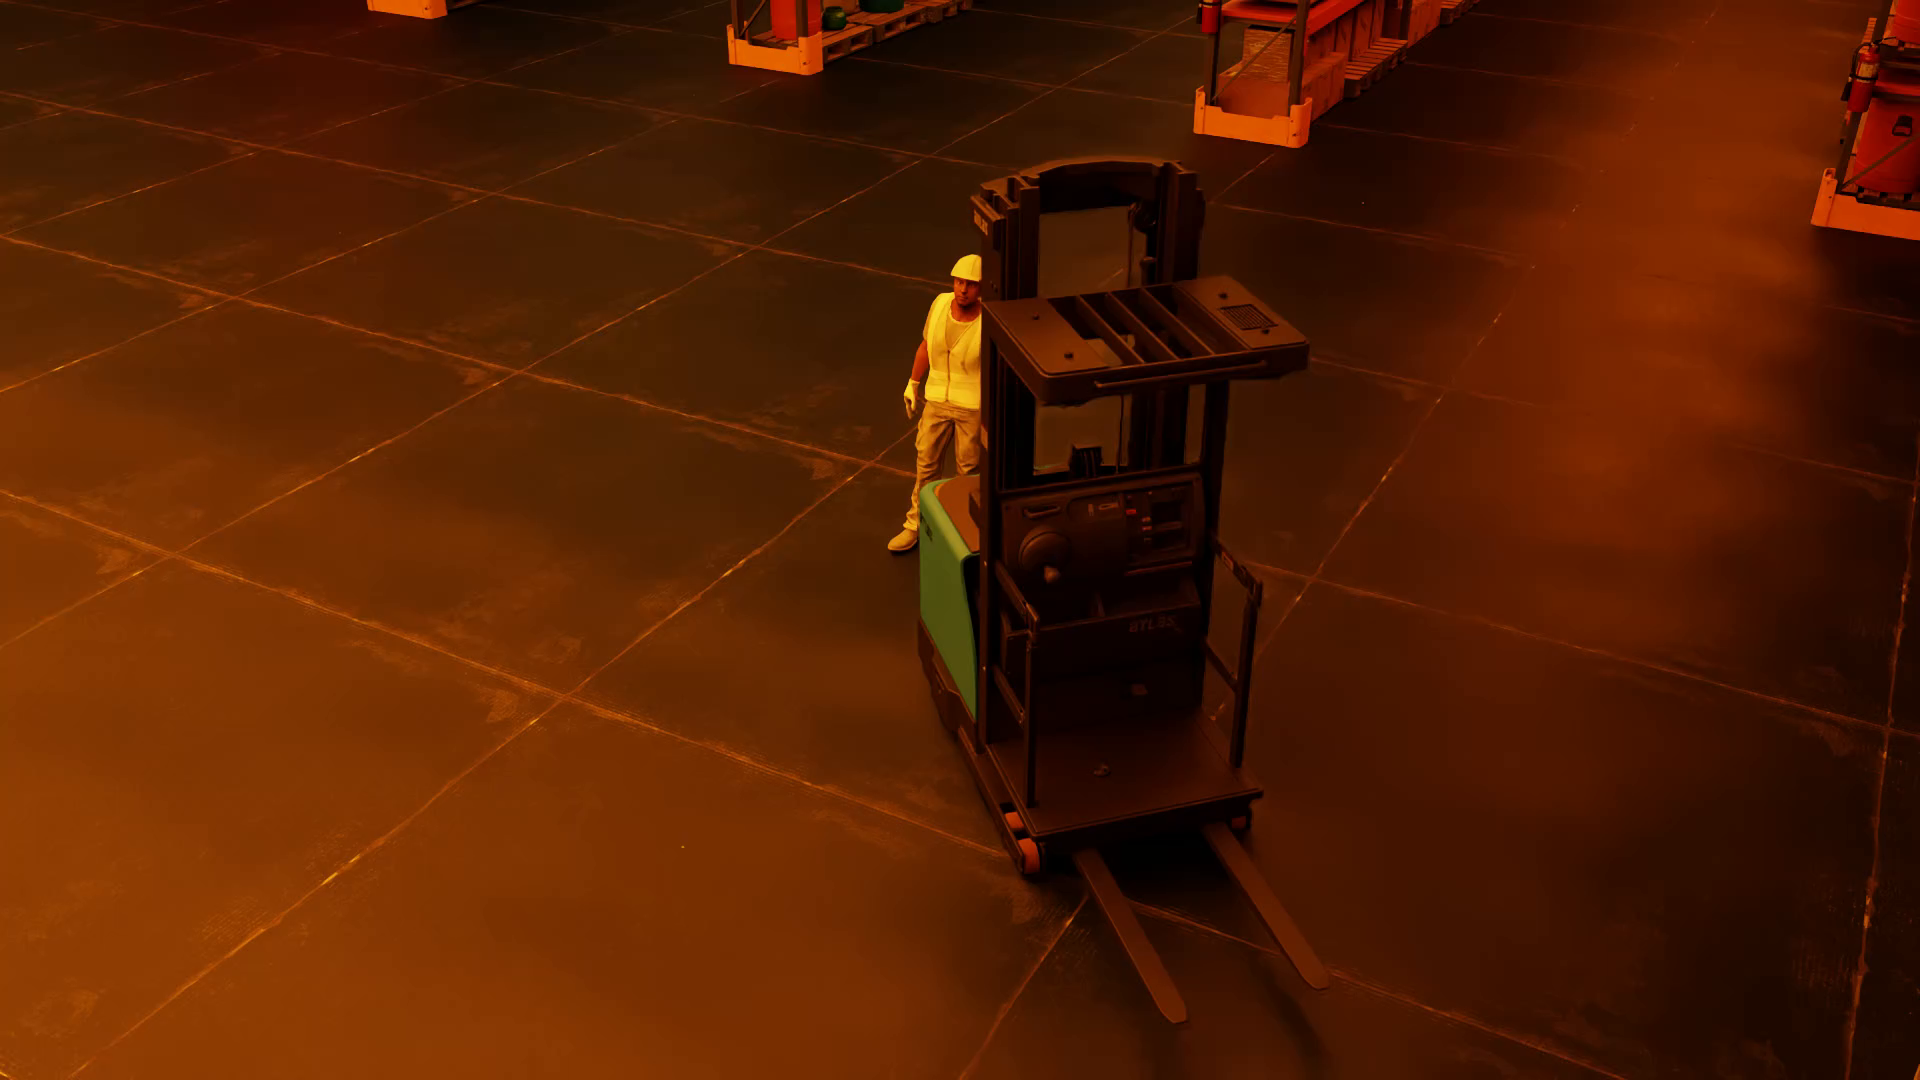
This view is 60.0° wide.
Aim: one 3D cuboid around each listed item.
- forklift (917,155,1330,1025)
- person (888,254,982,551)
[{"bbox_3d":[0.694,0.001,7.068,1.130,2.935,3.031,-9,31,-15],"label":"forklift"},{"bbox_3d":[-0.042,-0.749,9.503,0.656,1.781,0.577,15,33,25],"label":"person"}]
